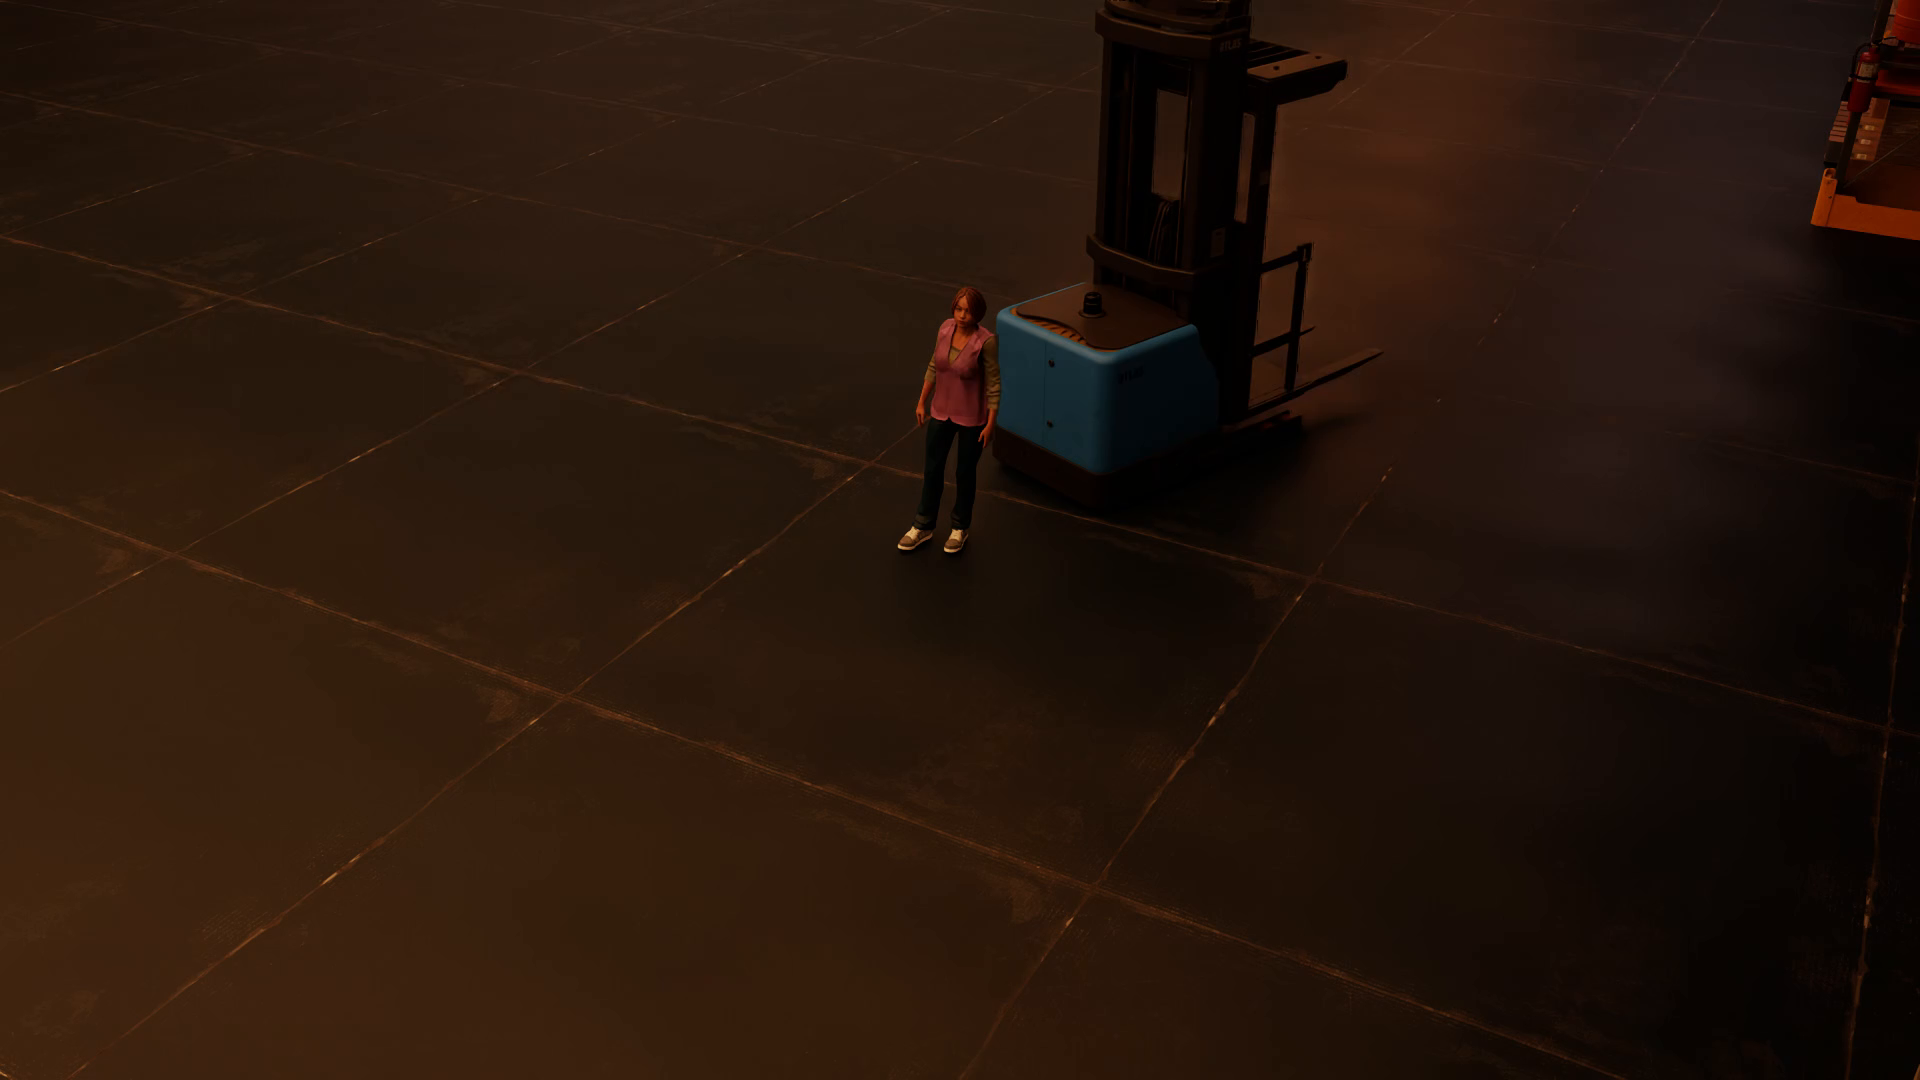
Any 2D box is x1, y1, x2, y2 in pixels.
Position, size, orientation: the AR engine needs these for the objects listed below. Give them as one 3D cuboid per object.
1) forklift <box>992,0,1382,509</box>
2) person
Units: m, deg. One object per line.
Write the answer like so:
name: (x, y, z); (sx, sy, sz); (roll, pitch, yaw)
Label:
forklift: (1.659, -2.065, 10.648); (3.031, 2.935, 1.130); (-23, 37, -34)
person: (-0.048, -0.669, 9.550); (0.520, 1.596, 0.475); (15, 33, 25)
